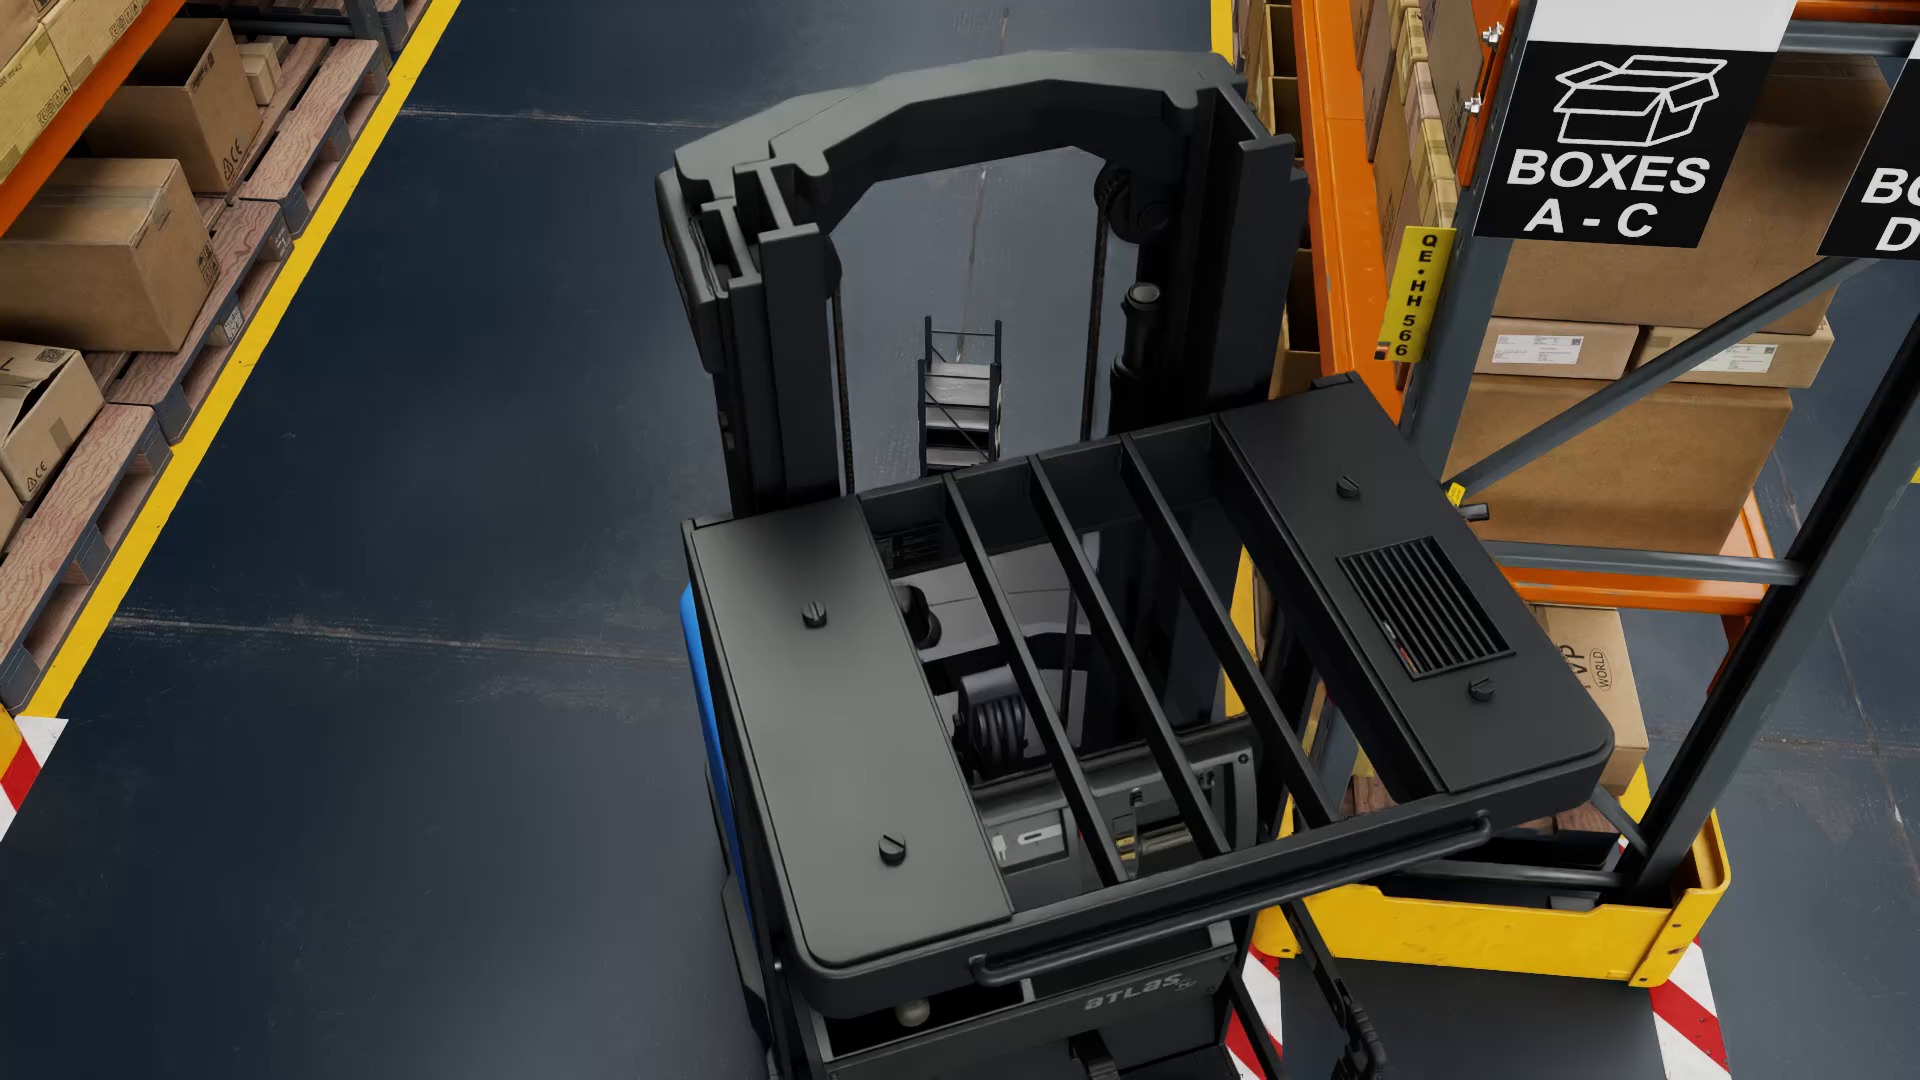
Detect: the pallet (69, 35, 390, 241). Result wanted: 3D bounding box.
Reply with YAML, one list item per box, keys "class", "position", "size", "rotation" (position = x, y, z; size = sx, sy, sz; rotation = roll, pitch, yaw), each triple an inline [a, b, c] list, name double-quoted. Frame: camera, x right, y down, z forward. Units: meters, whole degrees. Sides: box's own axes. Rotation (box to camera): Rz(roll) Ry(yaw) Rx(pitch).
- class: "pallet"
  position: [-3.180, -1.783, 7.238]
  size: [1.003, 0.211, 1.213]
  rotation: [4, 48, 4]

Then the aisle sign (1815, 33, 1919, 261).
- class: "aisle sign"
  position: [1.714, -0.759, 2.650]
  size: [0.394, 0.787, 0.004]
  rotation: [4, 48, 4]

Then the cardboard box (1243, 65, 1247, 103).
- class: "cardboard box"
  position: [1.436, -1.783, 6.927]
  size: [0.500, 0.250, 0.500]
  rotation: [4, 48, 4]

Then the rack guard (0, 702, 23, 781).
- class: "rack guard"
  position: [-3.511, 0.507, 4.948]
  size: [1.175, 0.500, 0.348]
  rotation: [4, 48, 4]

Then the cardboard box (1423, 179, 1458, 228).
- class: "cardboard box"
  position: [1.283, -0.689, 3.840]
  size: [0.380, 0.149, 0.250]
  rotation: [5, 48, 5]

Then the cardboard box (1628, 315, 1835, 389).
- class: "cardboard box"
  position: [1.665, -0.477, 3.646]
  size: [0.380, 0.149, 0.250]
  rotation: [4, 48, 3]

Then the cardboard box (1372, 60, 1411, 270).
- class: "cardboard box"
  position: [1.565, -1.077, 4.635]
  size: [0.700, 0.500, 0.500]
  rotation: [4, 48, 4]

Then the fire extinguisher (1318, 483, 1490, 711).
- class: "fire extinguisher"
  position: [0.942, 0.131, 3.650]
  size: [0.296, 0.674, 0.183]
  rotation: [4, 48, 4]

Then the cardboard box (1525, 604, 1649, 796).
- class: "cardboard box"
  position: [1.686, 0.457, 4.878]
  size: [0.500, 0.250, 0.500]
  rotation: [4, 48, 4]

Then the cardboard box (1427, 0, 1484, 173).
- class: "cardboard box"
  position: [1.518, -1.190, 3.859]
  size: [0.700, 0.500, 0.500]
  rotation: [3, 48, 3]

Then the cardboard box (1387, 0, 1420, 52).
- class: "cardboard box"
  position: [1.377, -1.448, 4.534]
  size: [0.380, 0.149, 0.250]
  rotation: [5, 48, 5]

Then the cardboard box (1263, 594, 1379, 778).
- class: "cardboard box"
  position: [1.170, 0.422, 4.910]
  size: [0.500, 0.250, 0.500]
  rotation: [4, 48, 4]

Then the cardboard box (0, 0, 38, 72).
- class: "cardboard box"
  position: [-3.067, -1.562, 4.726]
  size: [0.500, 0.500, 0.500]
  rotation: [2, 48, 2]

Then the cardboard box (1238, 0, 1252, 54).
- class: "cardboard box"
  position: [1.529, -2.428, 7.516]
  size: [0.500, 0.250, 0.500]
  rotation: [3, 48, 3]

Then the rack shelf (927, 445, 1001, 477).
- class: "rack shelf"
  position: [0.001, -0.226, 5.514]
  size: [0.258, 0.077, 0.200]
  rotation: [4, 48, 4]

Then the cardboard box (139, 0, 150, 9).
- class: "cardboard box"
  position: [-2.979, -2.072, 5.700]
  size: [0.500, 0.250, 0.500]
  rotation: [4, 48, 3]

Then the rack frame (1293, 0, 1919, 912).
- class: "rack frame"
  position: [1.415, 0.050, 3.672]
  size: [1.000, 3.000, 0.127]
  rotation: [4, 48, 4]

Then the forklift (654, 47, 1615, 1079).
- class: "forklift"
  position: [0.203, 0.760, 3.068]
  size: [1.130, 2.935, 3.031]
  rotation: [-13, 49, -12]

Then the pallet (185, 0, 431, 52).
- class: "pallet"
  position: [-3.084, -2.851, 8.215]
  size: [1.003, 0.211, 1.213]
  rotation: [4, 48, 4]

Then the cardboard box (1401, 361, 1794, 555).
- class: "cardboard box"
  position: [1.470, -0.326, 3.948]
  size: [0.700, 0.500, 0.500]
  rotation: [4, 48, 4]

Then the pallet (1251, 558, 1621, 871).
- class: "pallet"
  position: [1.443, 0.426, 5.217]
  size: [1.003, 0.211, 1.213]
  rotation: [4, 48, 4]

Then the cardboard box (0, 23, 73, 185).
- class: "cardboard box"
  position: [-3.072, -1.331, 5.022]
  size: [0.500, 0.250, 0.500]
  rotation: [3, 48, 3]

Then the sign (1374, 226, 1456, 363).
- class: "sign"
  position: [0.876, -0.468, 3.200]
  size: [0.100, 0.325, 0.005]
  rotation: [4, 48, 4]

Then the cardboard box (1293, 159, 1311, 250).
- class: "cardboard box"
  position: [1.291, -0.935, 5.643]
  size: [0.500, 0.500, 0.500]
  rotation: [4, 48, 4]

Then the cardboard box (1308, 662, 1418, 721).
- class: "cardboard box"
  position: [1.168, 0.169, 4.634]
  size: [0.500, 0.500, 0.500]
  rotation: [4, 48, 4]

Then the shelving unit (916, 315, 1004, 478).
- class: "shelving unit"
  position: [0.001, -0.310, 5.423]
  size: [0.258, 0.900, 0.210]
  rotation: [4, 48, 4]

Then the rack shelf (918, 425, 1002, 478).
- class: "rack shelf"
  position: [0.001, -0.287, 5.448]
  size: [0.258, 0.077, 0.200]
  rotation: [4, 48, 4]

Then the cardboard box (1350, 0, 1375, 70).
- class: "cardboard box"
  position: [1.654, -1.841, 5.333]
  size: [0.700, 0.500, 0.500]
  rotation: [5, 48, 4]

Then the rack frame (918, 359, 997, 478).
- class: "rack frame"
  position: [-0.009, -0.235, 5.355]
  size: [0.240, 0.900, 0.006]
  rotation: [4, 48, 4]

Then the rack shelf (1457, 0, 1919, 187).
- class: "rack shelf"
  position: [1.597, -2.190, 4.175]
  size: [1.077, 0.370, 4.000]
  rotation: [4, 48, 4]

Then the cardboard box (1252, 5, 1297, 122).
- class: "cardboard box"
  position: [1.388, -1.669, 6.314]
  size: [0.500, 0.500, 0.500]
  rotation: [4, 48, 4]

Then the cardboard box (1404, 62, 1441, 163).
- class: "cardboard box"
  position: [1.331, -1.062, 4.181]
  size: [0.380, 0.149, 0.250]
  rotation: [4, 48, 4]

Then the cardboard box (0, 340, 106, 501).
- class: "cardboard box"
  position: [-3.314, -0.443, 5.647]
  size: [0.500, 0.311, 0.500]
  rotation: [7, 48, 7]

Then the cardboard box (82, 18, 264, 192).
- class: "cardboard box"
  position: [-3.208, -1.760, 6.722]
  size: [0.500, 0.500, 0.500]
  rotation: [1, 48, 1]
